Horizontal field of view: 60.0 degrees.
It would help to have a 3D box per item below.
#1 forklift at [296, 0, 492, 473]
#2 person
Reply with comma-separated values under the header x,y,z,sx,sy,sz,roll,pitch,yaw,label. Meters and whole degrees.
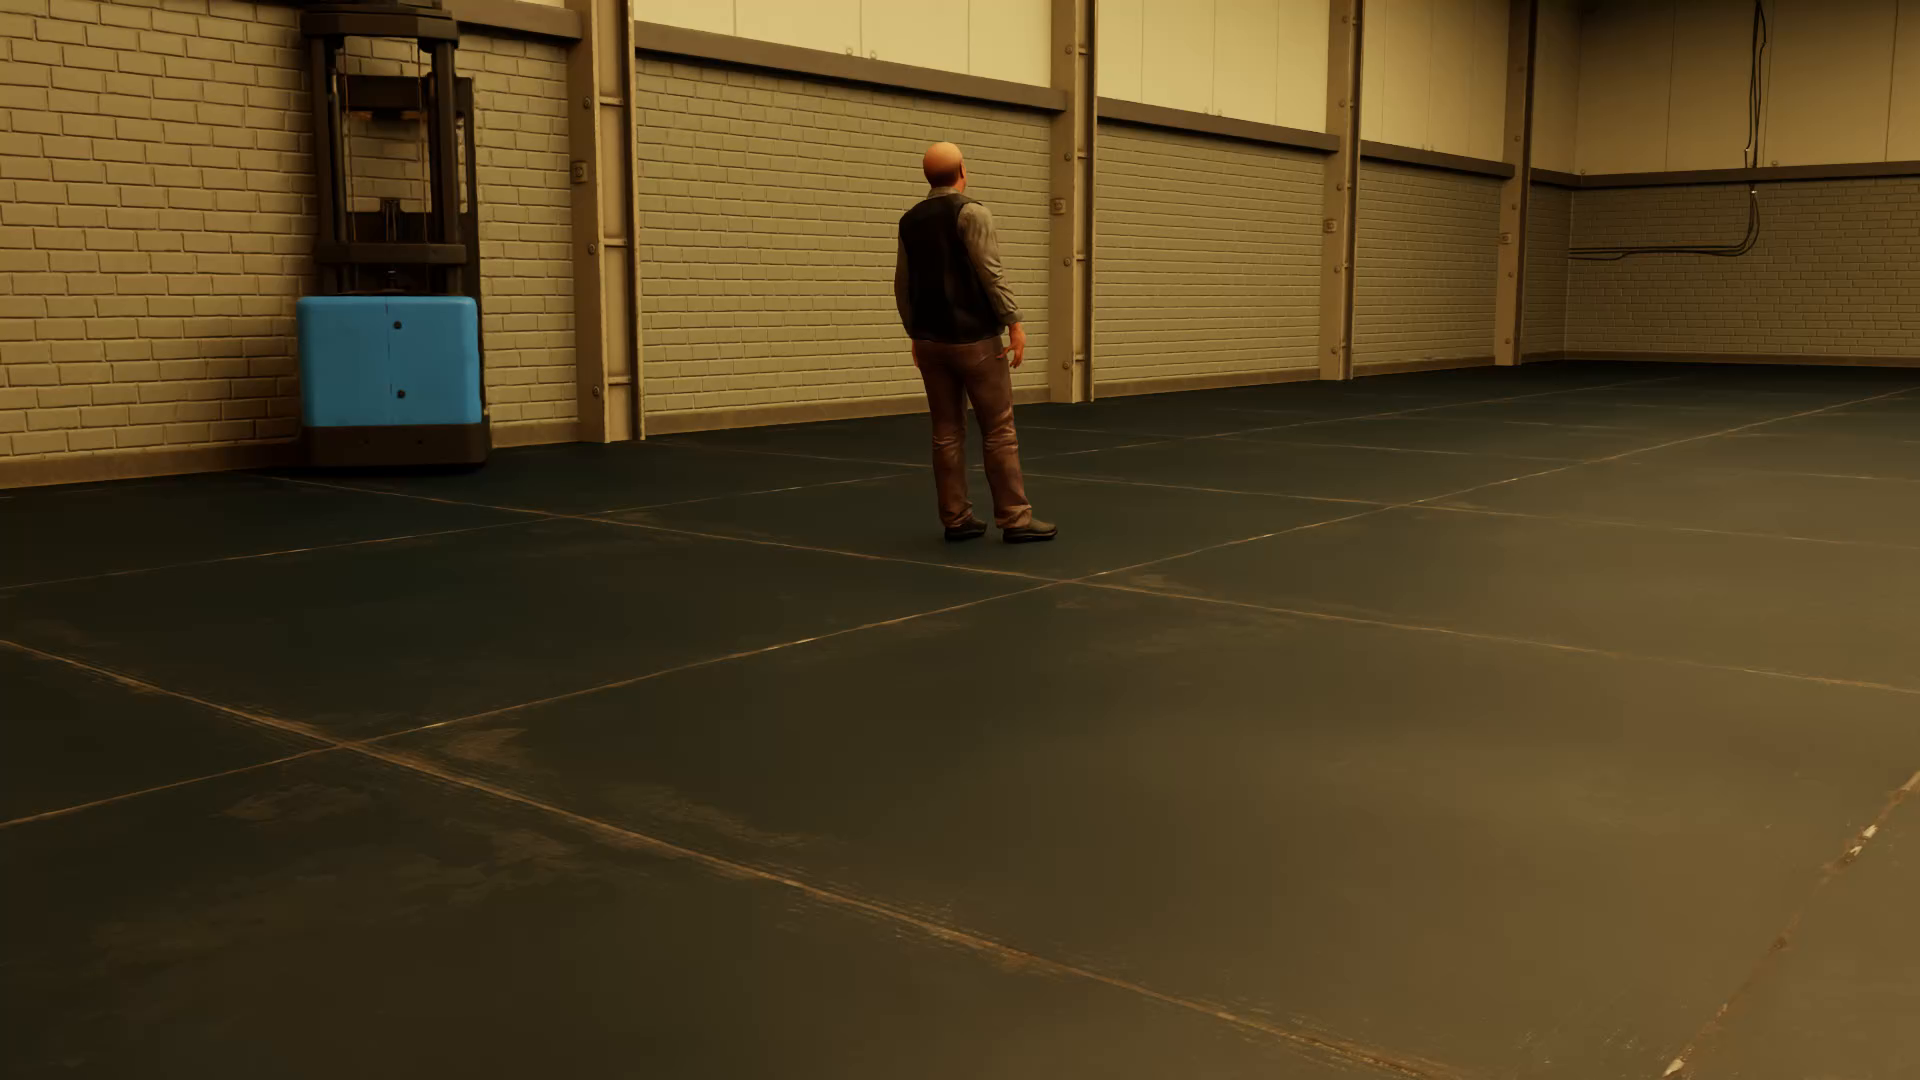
x,y,z,sx,sy,sz,roll,pitch,yaw,label
-3.806,-2.037,11.200,1.130,2.935,3.031,-2,9,-16,forklift
0.050,-0.866,7.328,0.632,1.720,0.552,7,11,38,person
